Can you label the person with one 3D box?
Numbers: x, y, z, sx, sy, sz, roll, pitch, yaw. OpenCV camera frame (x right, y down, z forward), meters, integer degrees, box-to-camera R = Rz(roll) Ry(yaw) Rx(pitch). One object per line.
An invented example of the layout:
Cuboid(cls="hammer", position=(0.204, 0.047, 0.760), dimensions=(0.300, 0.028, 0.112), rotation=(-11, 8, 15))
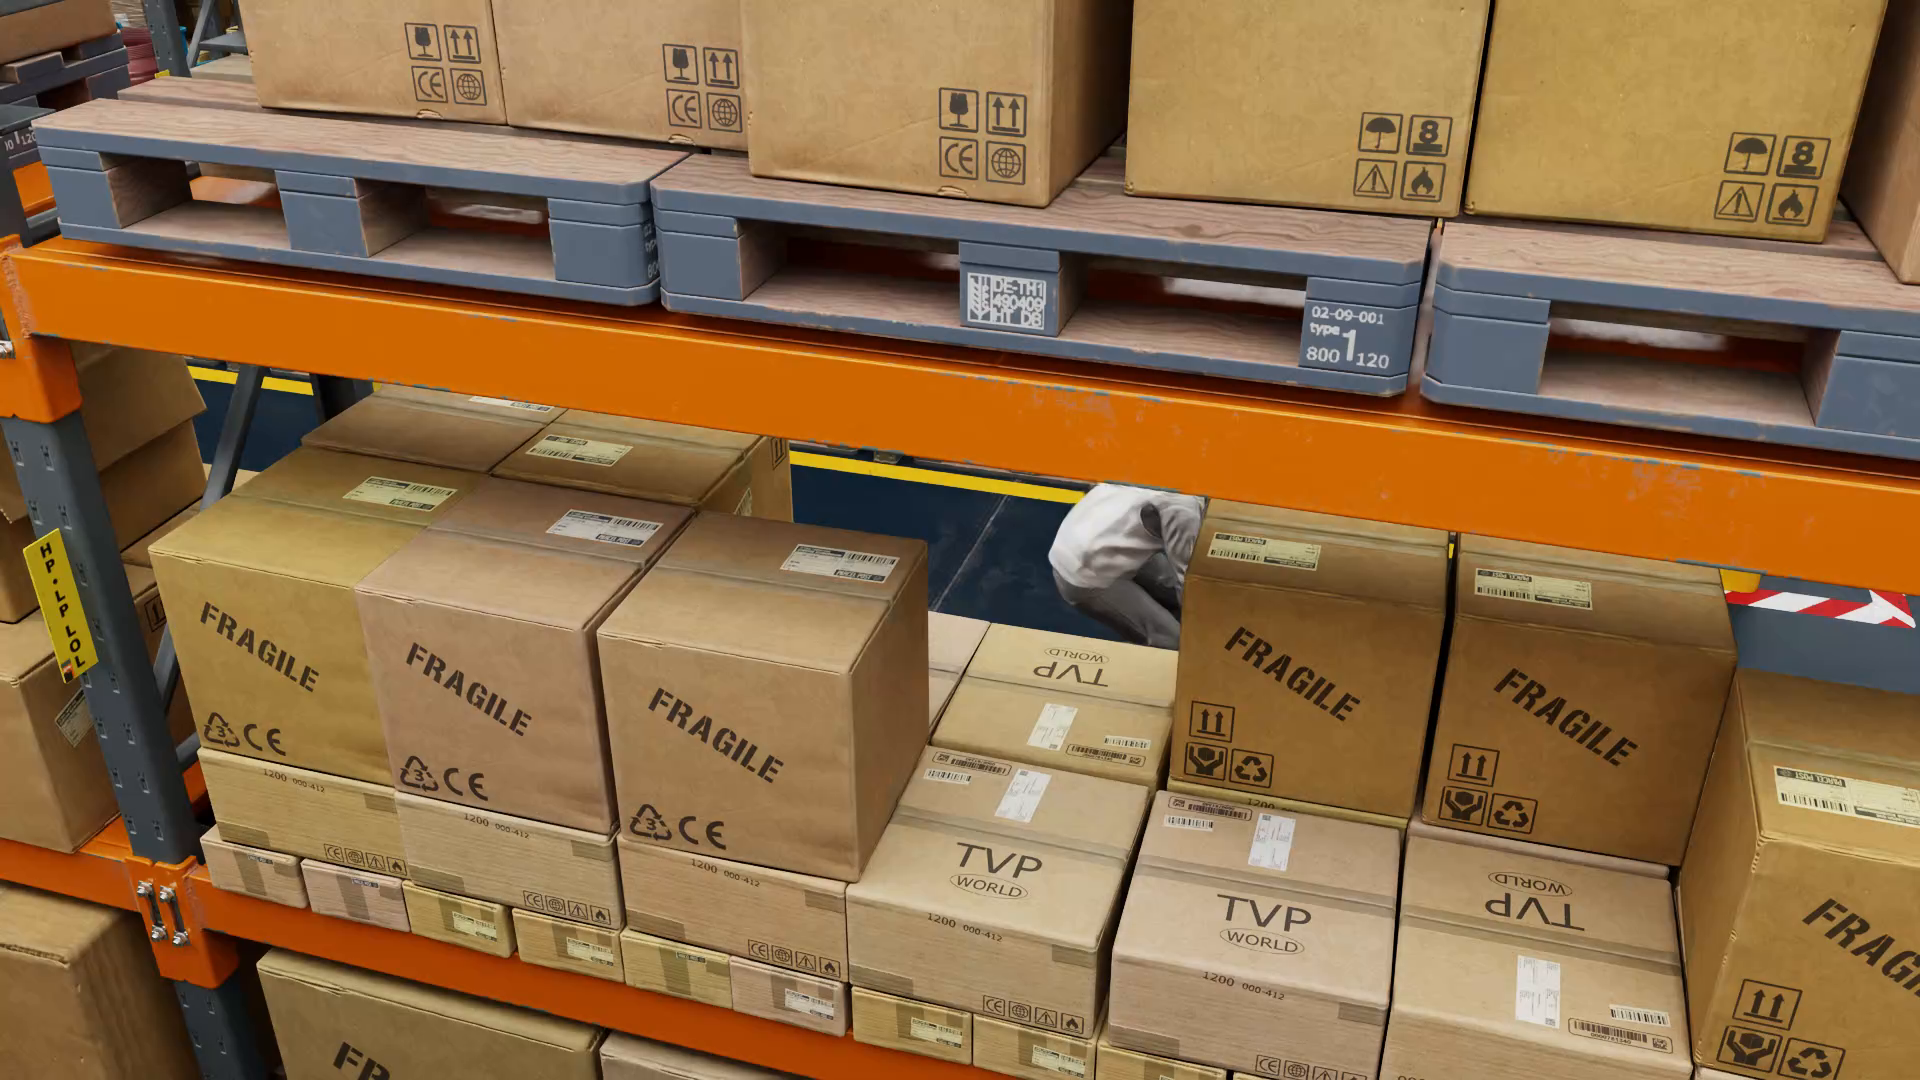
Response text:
Cuboid(cls="person", position=(0.789, 0.152, 6.452), dimensions=(0.856, 1.168, 0.564), rotation=(8, 30, 15))
